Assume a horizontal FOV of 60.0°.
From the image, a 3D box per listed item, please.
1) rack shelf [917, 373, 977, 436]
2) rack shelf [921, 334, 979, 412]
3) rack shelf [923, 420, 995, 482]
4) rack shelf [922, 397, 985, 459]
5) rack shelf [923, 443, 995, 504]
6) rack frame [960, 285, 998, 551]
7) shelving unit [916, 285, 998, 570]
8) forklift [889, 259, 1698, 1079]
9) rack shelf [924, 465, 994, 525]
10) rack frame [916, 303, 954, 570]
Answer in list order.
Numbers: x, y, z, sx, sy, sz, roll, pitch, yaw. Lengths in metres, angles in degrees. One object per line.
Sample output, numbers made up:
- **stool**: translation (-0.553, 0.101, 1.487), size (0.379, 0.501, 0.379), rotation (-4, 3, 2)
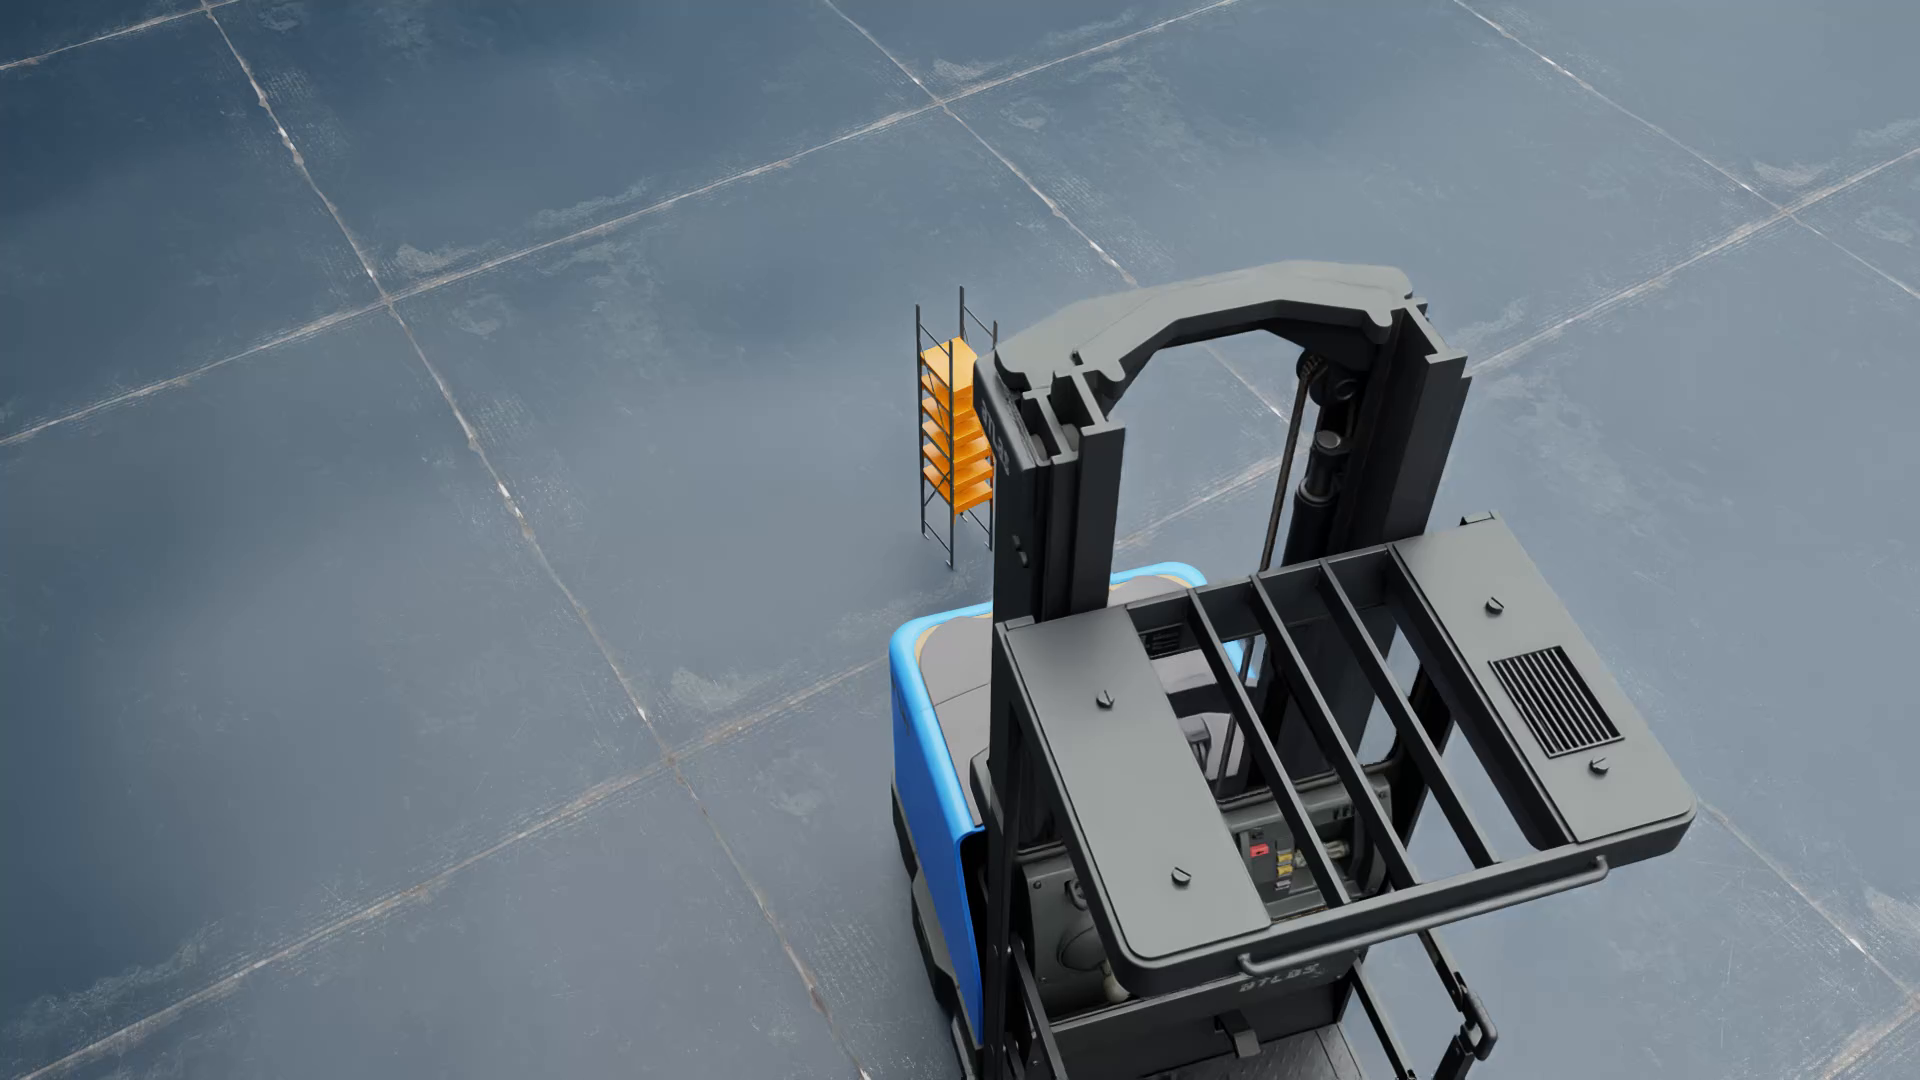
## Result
- **rack shelf**: translation (-0.012, -0.523, 6.096), size (0.180, 0.103, 0.258), rotation (-25, 53, -21)
- **rack shelf**: translation (-0.012, -0.603, 6.006), size (0.180, 0.103, 0.258), rotation (-25, 53, -21)
- **rack shelf**: translation (-0.012, -0.364, 6.275), size (0.180, 0.103, 0.258), rotation (-25, 53, -21)
- **rack shelf**: translation (-0.012, -0.444, 6.186), size (0.180, 0.103, 0.258), rotation (-25, 53, -21)
- **rack shelf**: translation (-0.012, -0.284, 6.365), size (0.180, 0.103, 0.258), rotation (-25, 53, -21)
- **rack frame**: translation (0.065, -0.430, 6.275), size (0.006, 1.200, 0.240), rotation (-25, 53, -21)
- **shelving unit**: translation (-0.012, -0.393, 6.242), size (0.189, 1.200, 0.258), rotation (-25, 53, -21)
- **forklift**: translation (0.672, 0.950, 3.886), size (1.130, 2.935, 3.031), rotation (-12, 49, -11)
- **rack shelf**: translation (-0.012, -0.204, 6.455), size (0.180, 0.103, 0.258), rotation (-25, 53, -21)
- **rack frame**: translation (-0.090, -0.357, 6.210), size (0.006, 1.200, 0.240), rotation (-25, 53, -21)
